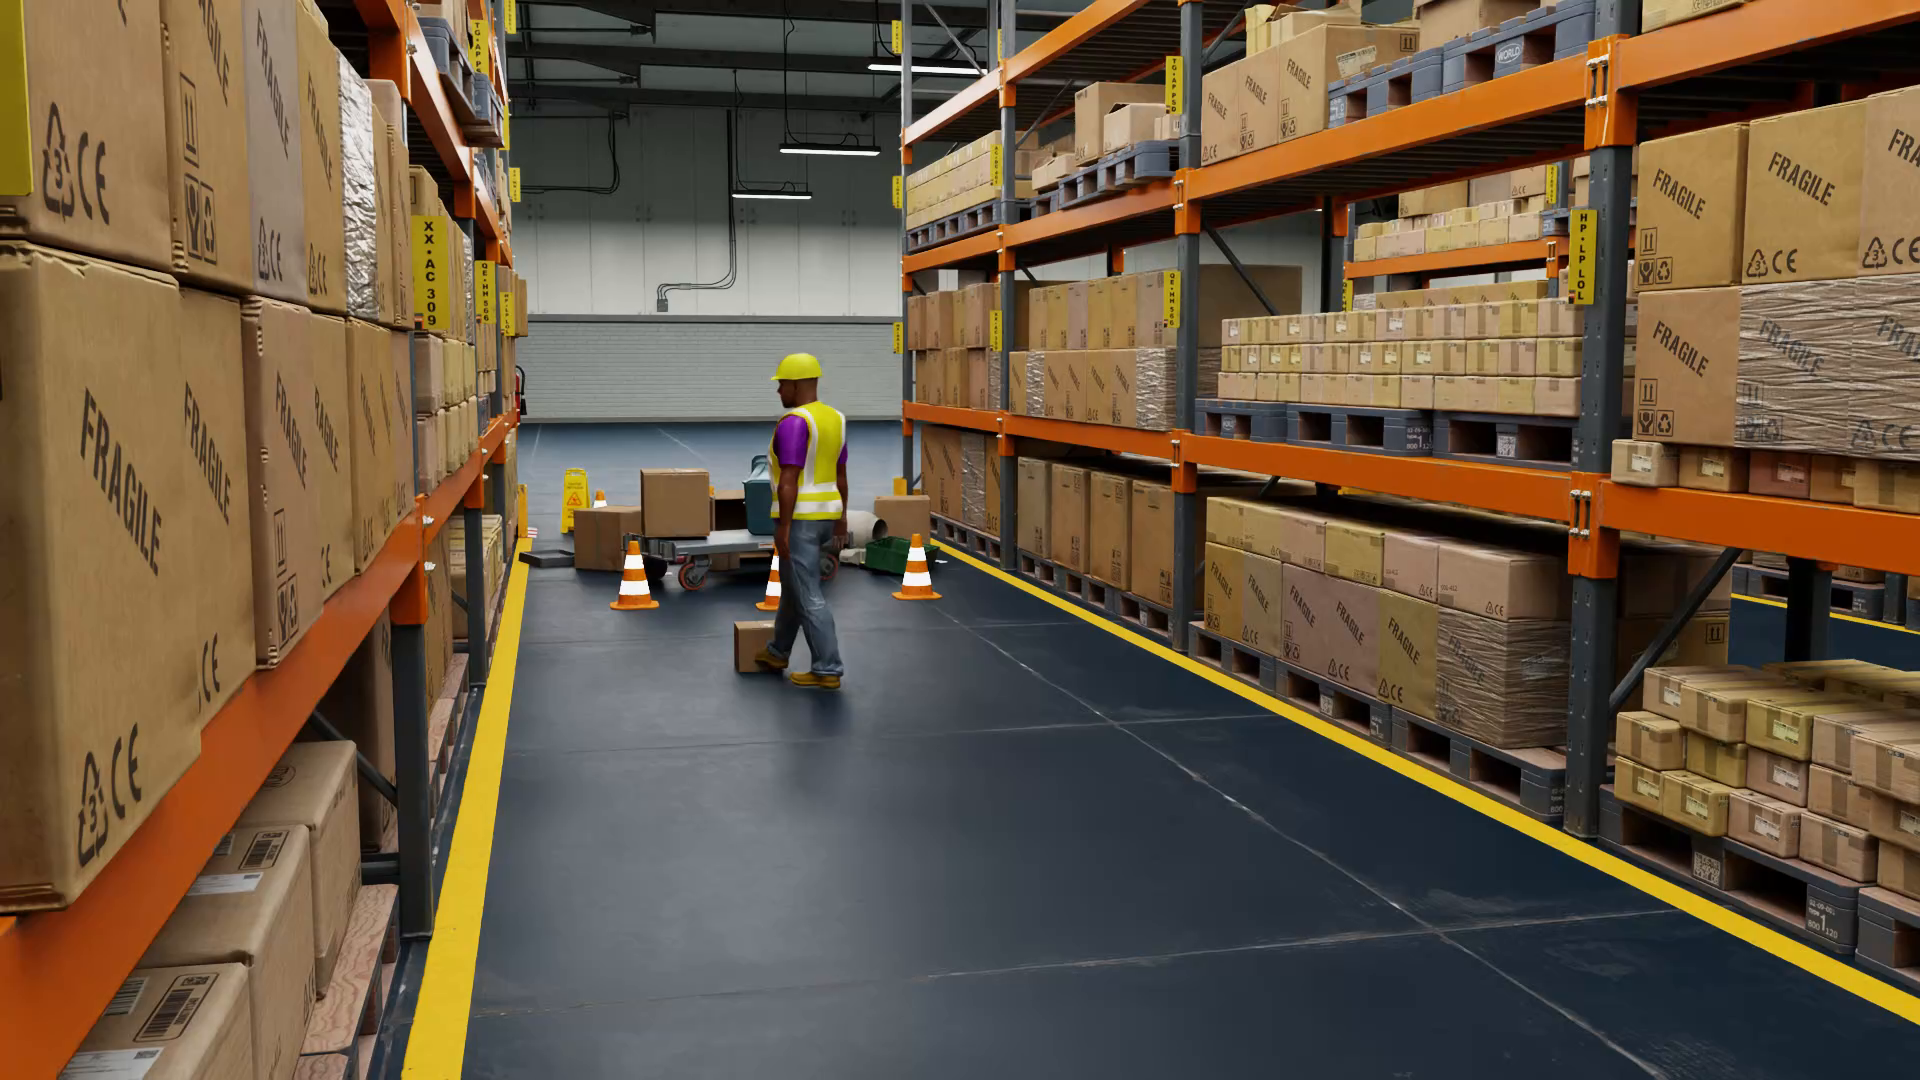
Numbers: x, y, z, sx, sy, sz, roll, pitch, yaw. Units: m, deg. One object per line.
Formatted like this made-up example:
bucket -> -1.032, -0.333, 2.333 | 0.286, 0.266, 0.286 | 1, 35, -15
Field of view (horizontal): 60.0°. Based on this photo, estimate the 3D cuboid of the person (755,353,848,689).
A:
person -> -0.935, -0.120, 8.875 | 0.816, 1.746, 0.614 | 3, 7, 27
